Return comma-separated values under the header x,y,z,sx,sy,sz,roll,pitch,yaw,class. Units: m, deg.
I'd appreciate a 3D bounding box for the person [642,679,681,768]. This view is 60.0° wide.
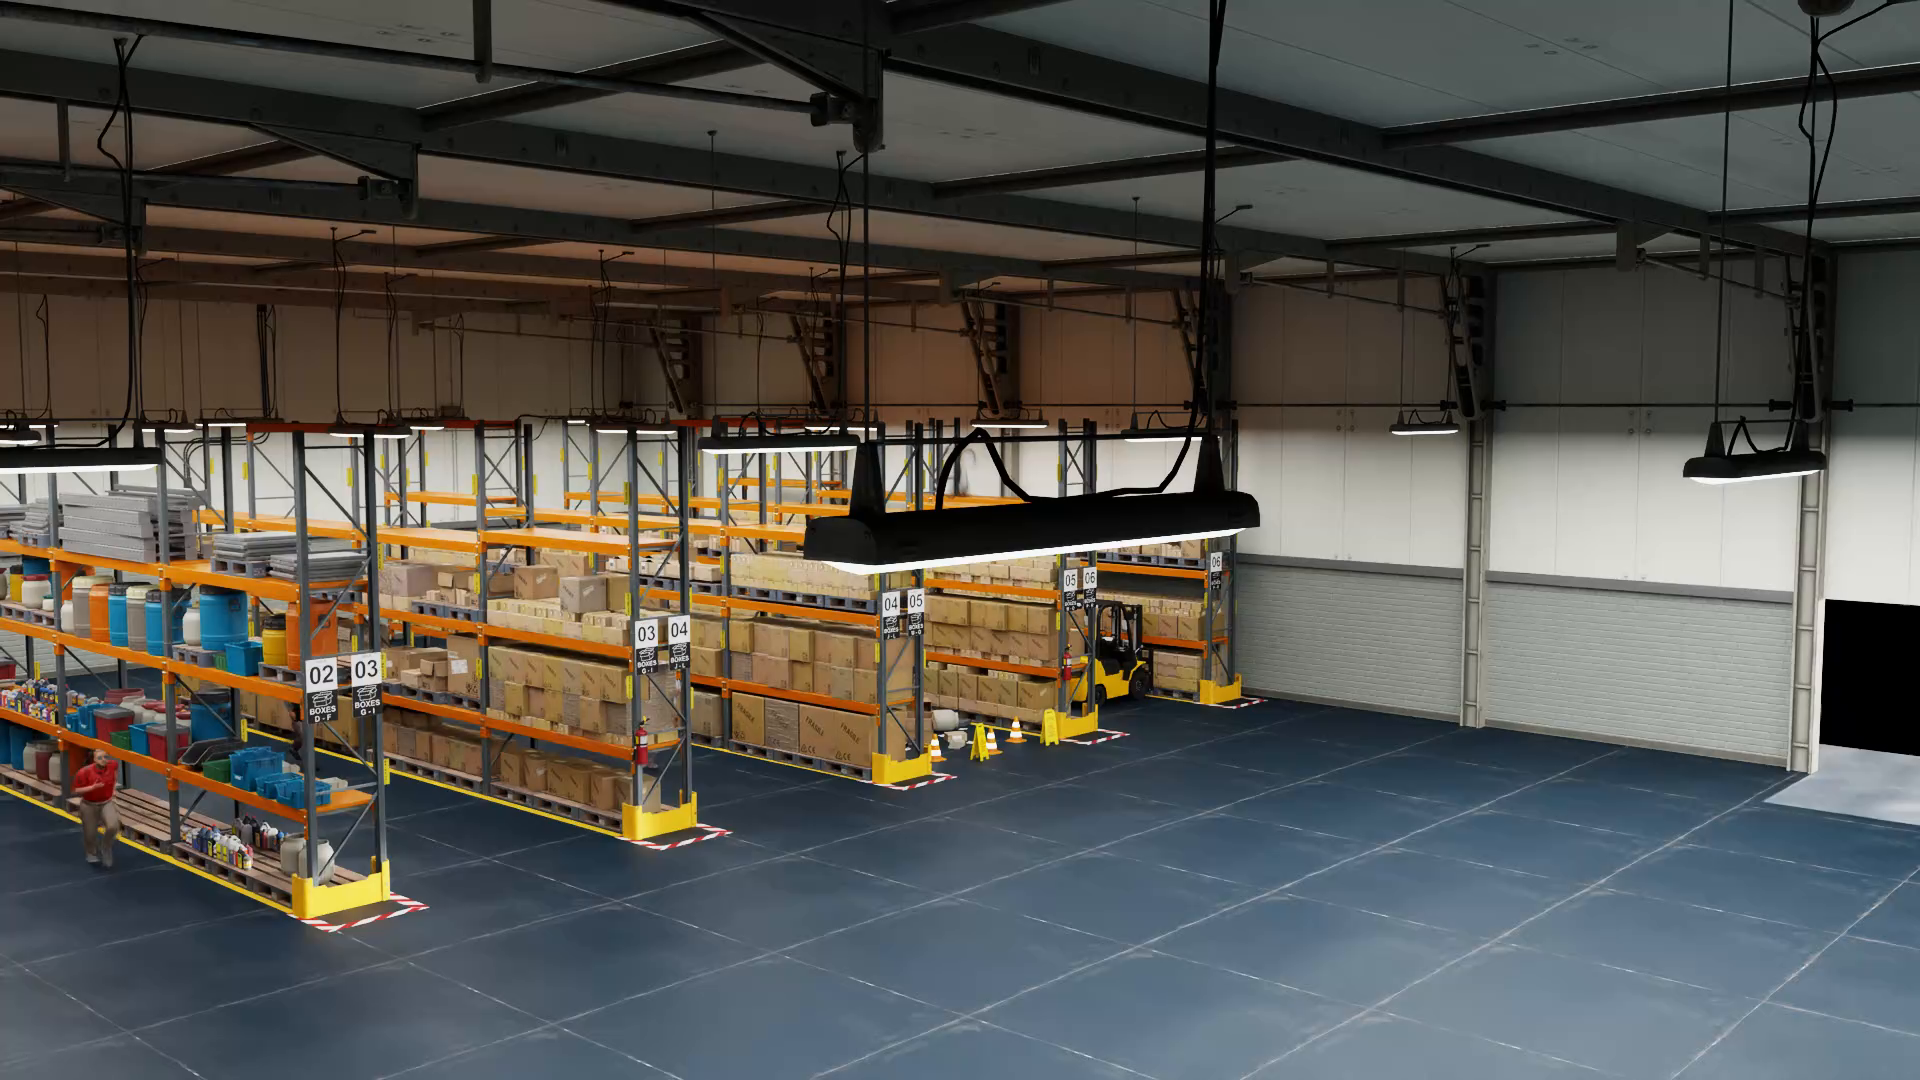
x,y,z,sx,sy,sz,roll,pitch,yaw,class
-5.162,3.184,28.749,0.866,1.599,0.684,1,5,16,person

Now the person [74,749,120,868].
x,y,z,sx,sy,sz,roll,pitch,yaw,class
-11.707,3.639,22.604,0.640,1.671,0.907,-4,6,-42,person

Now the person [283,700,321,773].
x,y,z,sx,sy,sz,roll,pitch,yaw,class
-11.435,3.173,28.882,1.007,1.680,0.696,4,6,43,person

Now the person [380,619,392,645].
x,y,z,sx,sy,sz,roll,pitch,yaw,class
-12.711,2.504,36.289,0.682,1.729,0.596,-3,6,-34,person
